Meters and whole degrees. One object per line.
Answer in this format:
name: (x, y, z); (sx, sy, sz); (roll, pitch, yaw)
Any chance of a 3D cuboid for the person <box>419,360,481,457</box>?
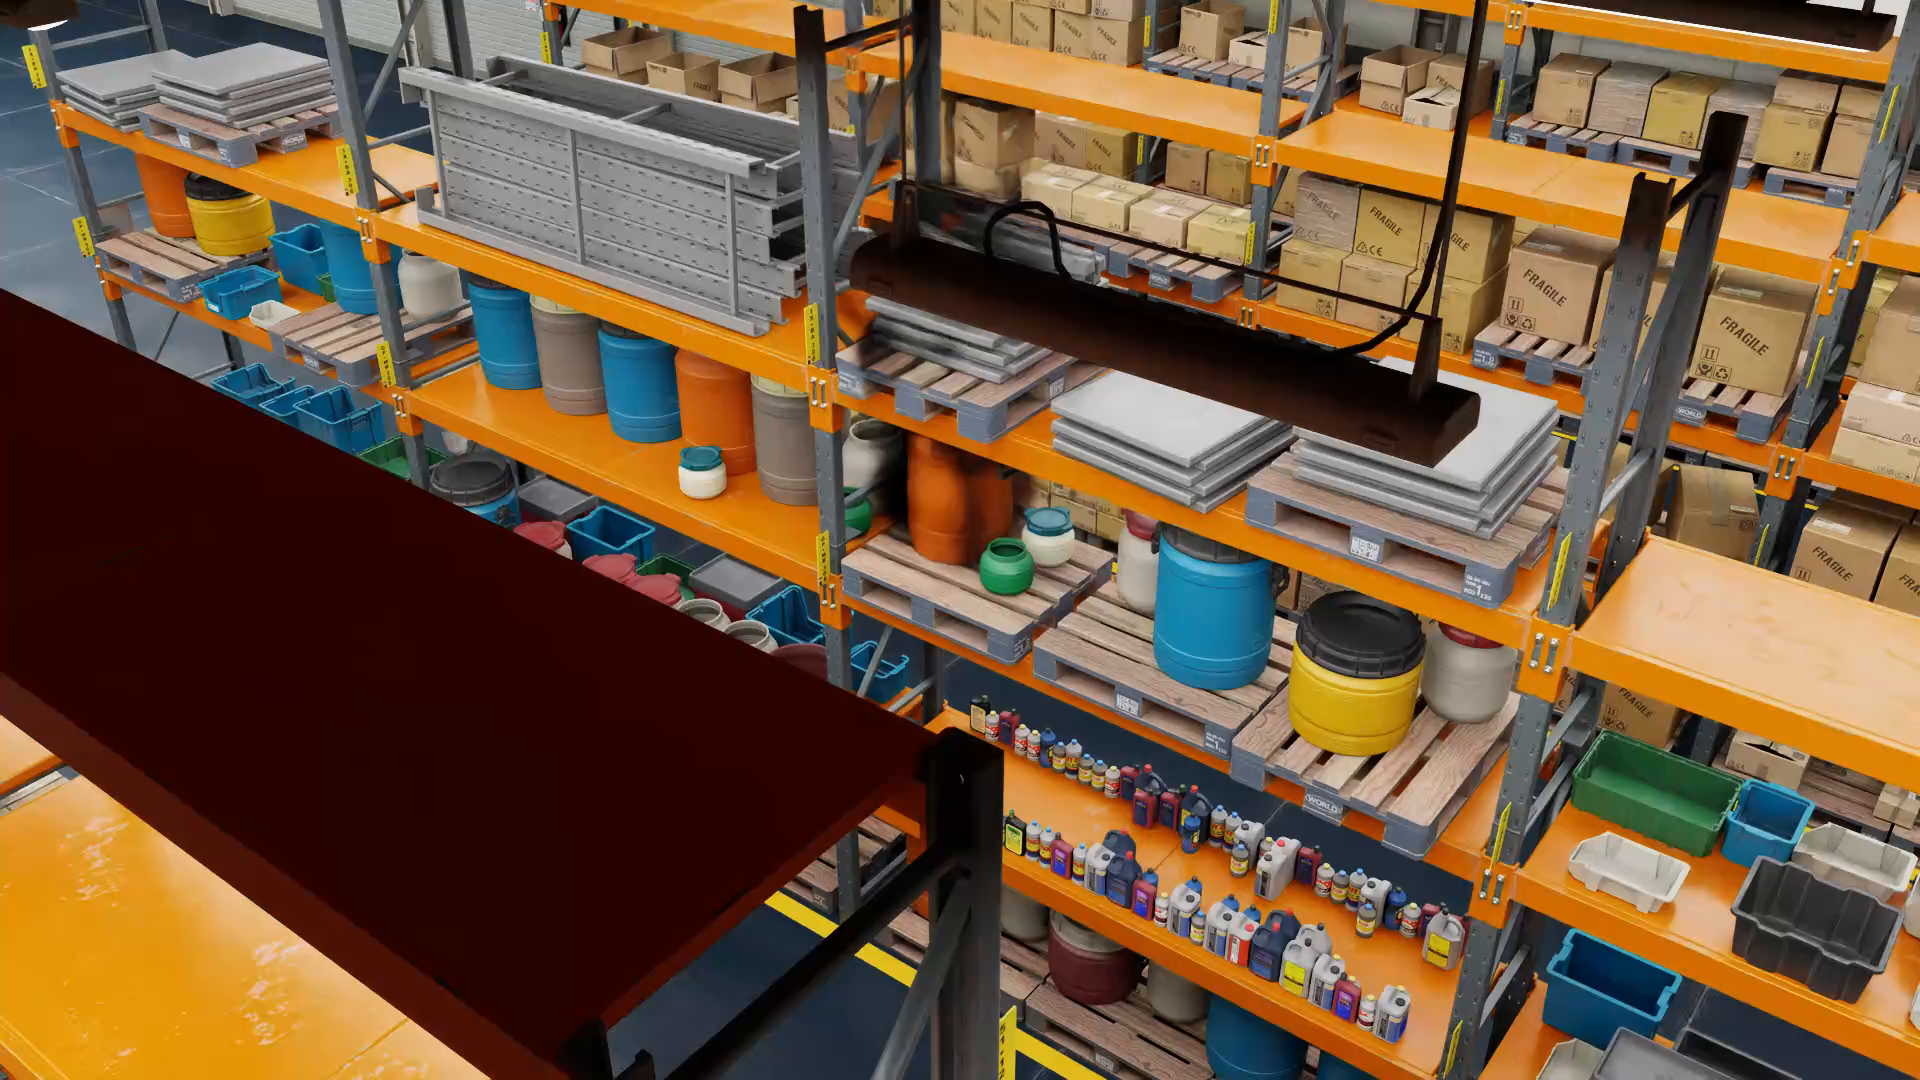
person: (-4.655, -1.168, 15.421); (0.922, 1.793, 0.665); (17, 35, 26)
